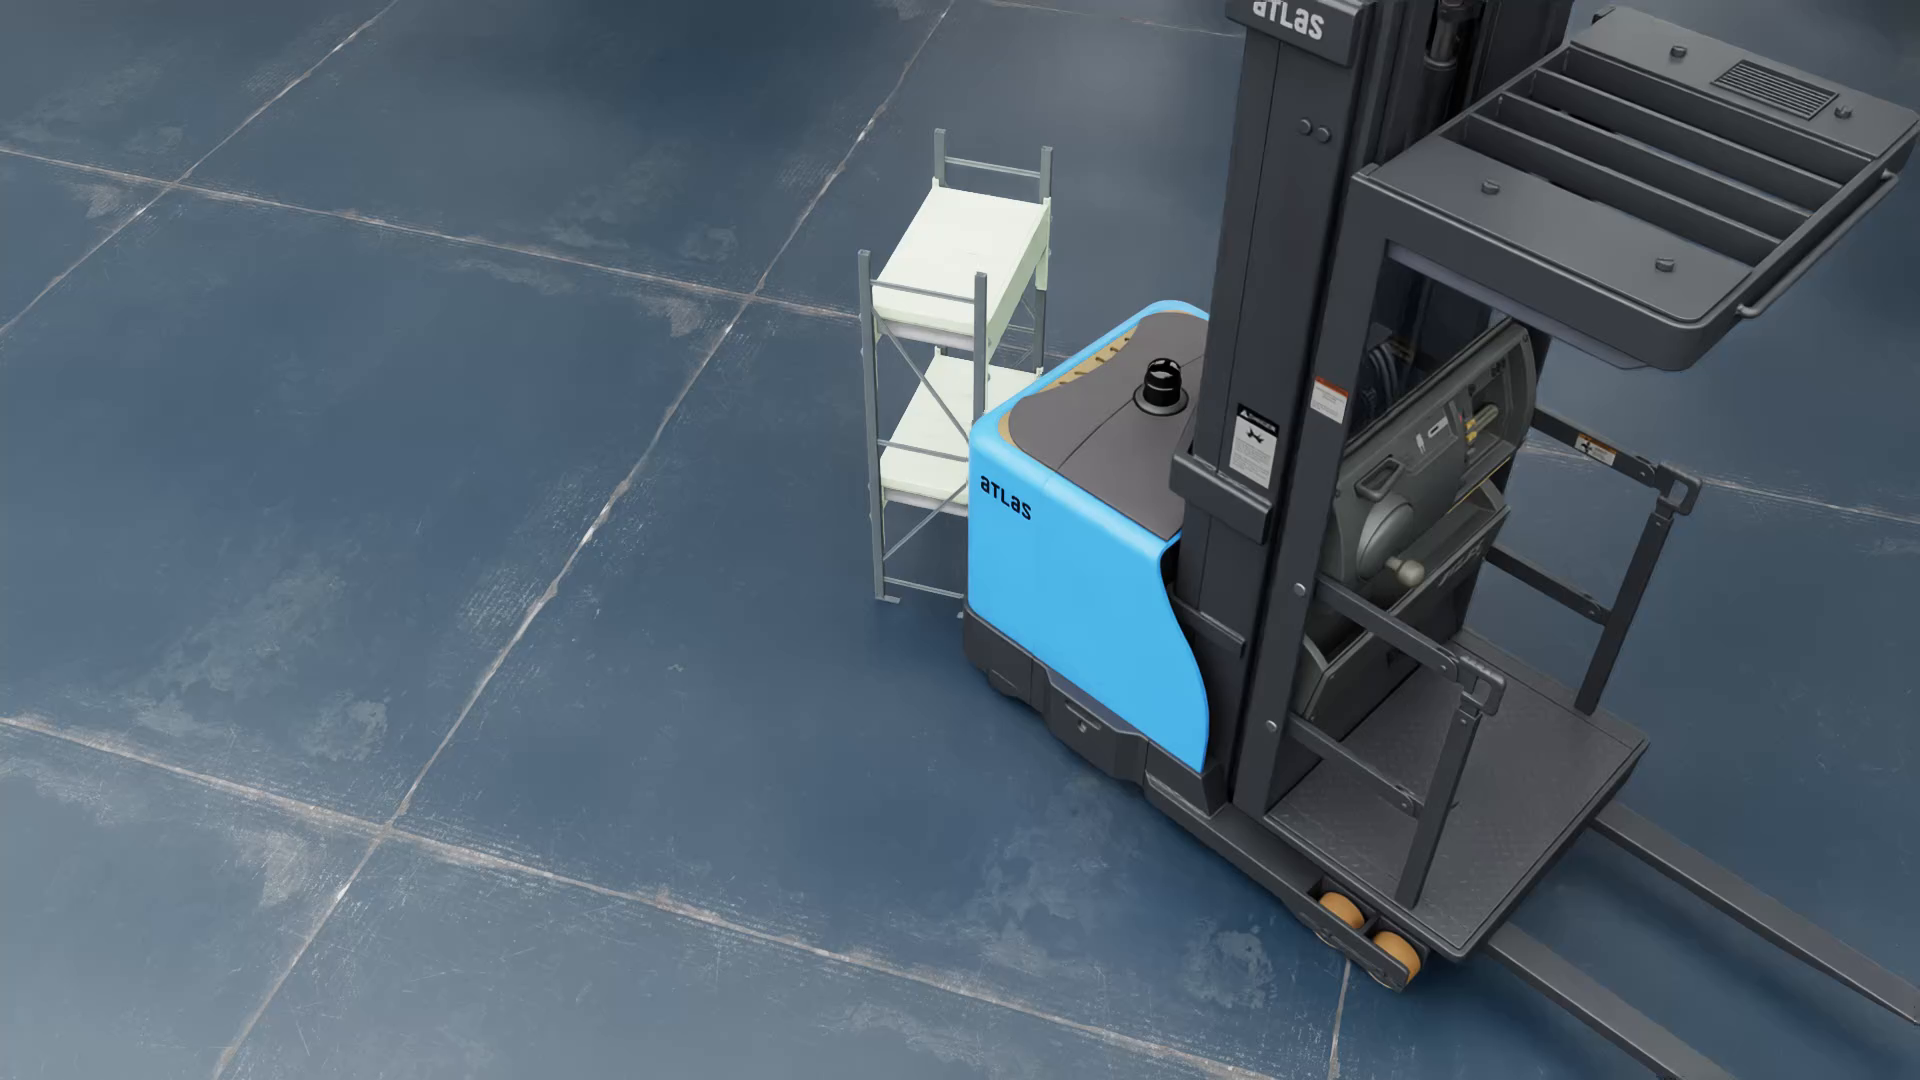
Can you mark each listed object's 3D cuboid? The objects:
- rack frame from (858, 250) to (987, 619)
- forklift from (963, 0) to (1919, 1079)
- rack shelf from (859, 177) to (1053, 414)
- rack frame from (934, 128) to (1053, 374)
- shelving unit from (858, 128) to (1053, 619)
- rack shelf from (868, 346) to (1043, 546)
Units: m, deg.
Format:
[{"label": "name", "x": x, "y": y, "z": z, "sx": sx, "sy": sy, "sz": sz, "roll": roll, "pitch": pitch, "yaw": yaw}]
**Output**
[{"label": "rack frame", "x": -0.113, "y": -0.288, "z": 5.472, "sx": 0.400, "sy": 1.500, "sz": 0.023, "roll": 13, "pitch": 46, "yaw": 12}, {"label": "forklift", "x": 1.414, "y": -0.145, "z": 4.303, "sx": 3.031, "sy": 2.935, "sz": 1.130, "roll": 34, "pitch": 54, "yaw": 30}, {"label": "rack shelf", "x": -0.002, "y": -0.811, "z": 5.448, "sx": 0.431, "sy": 0.370, "sz": 0.720, "roll": 13, "pitch": 46, "yaw": 12}, {"label": "rack frame", "x": 0.109, "y": -0.776, "z": 5.970, "sx": 0.400, "sy": 1.500, "sz": 0.023, "roll": 13, "pitch": 46, "yaw": 12}, {"label": "shelving unit", "x": -0.002, "y": -0.532, "z": 5.721, "sx": 0.431, "sy": 1.500, "sz": 0.755, "roll": 13, "pitch": 46, "yaw": 12}, {"label": "rack shelf", "x": -0.002, "y": -0.299, "z": 5.949, "sx": 0.431, "sy": 0.370, "sz": 0.720, "roll": 13, "pitch": 46, "yaw": 12}]
